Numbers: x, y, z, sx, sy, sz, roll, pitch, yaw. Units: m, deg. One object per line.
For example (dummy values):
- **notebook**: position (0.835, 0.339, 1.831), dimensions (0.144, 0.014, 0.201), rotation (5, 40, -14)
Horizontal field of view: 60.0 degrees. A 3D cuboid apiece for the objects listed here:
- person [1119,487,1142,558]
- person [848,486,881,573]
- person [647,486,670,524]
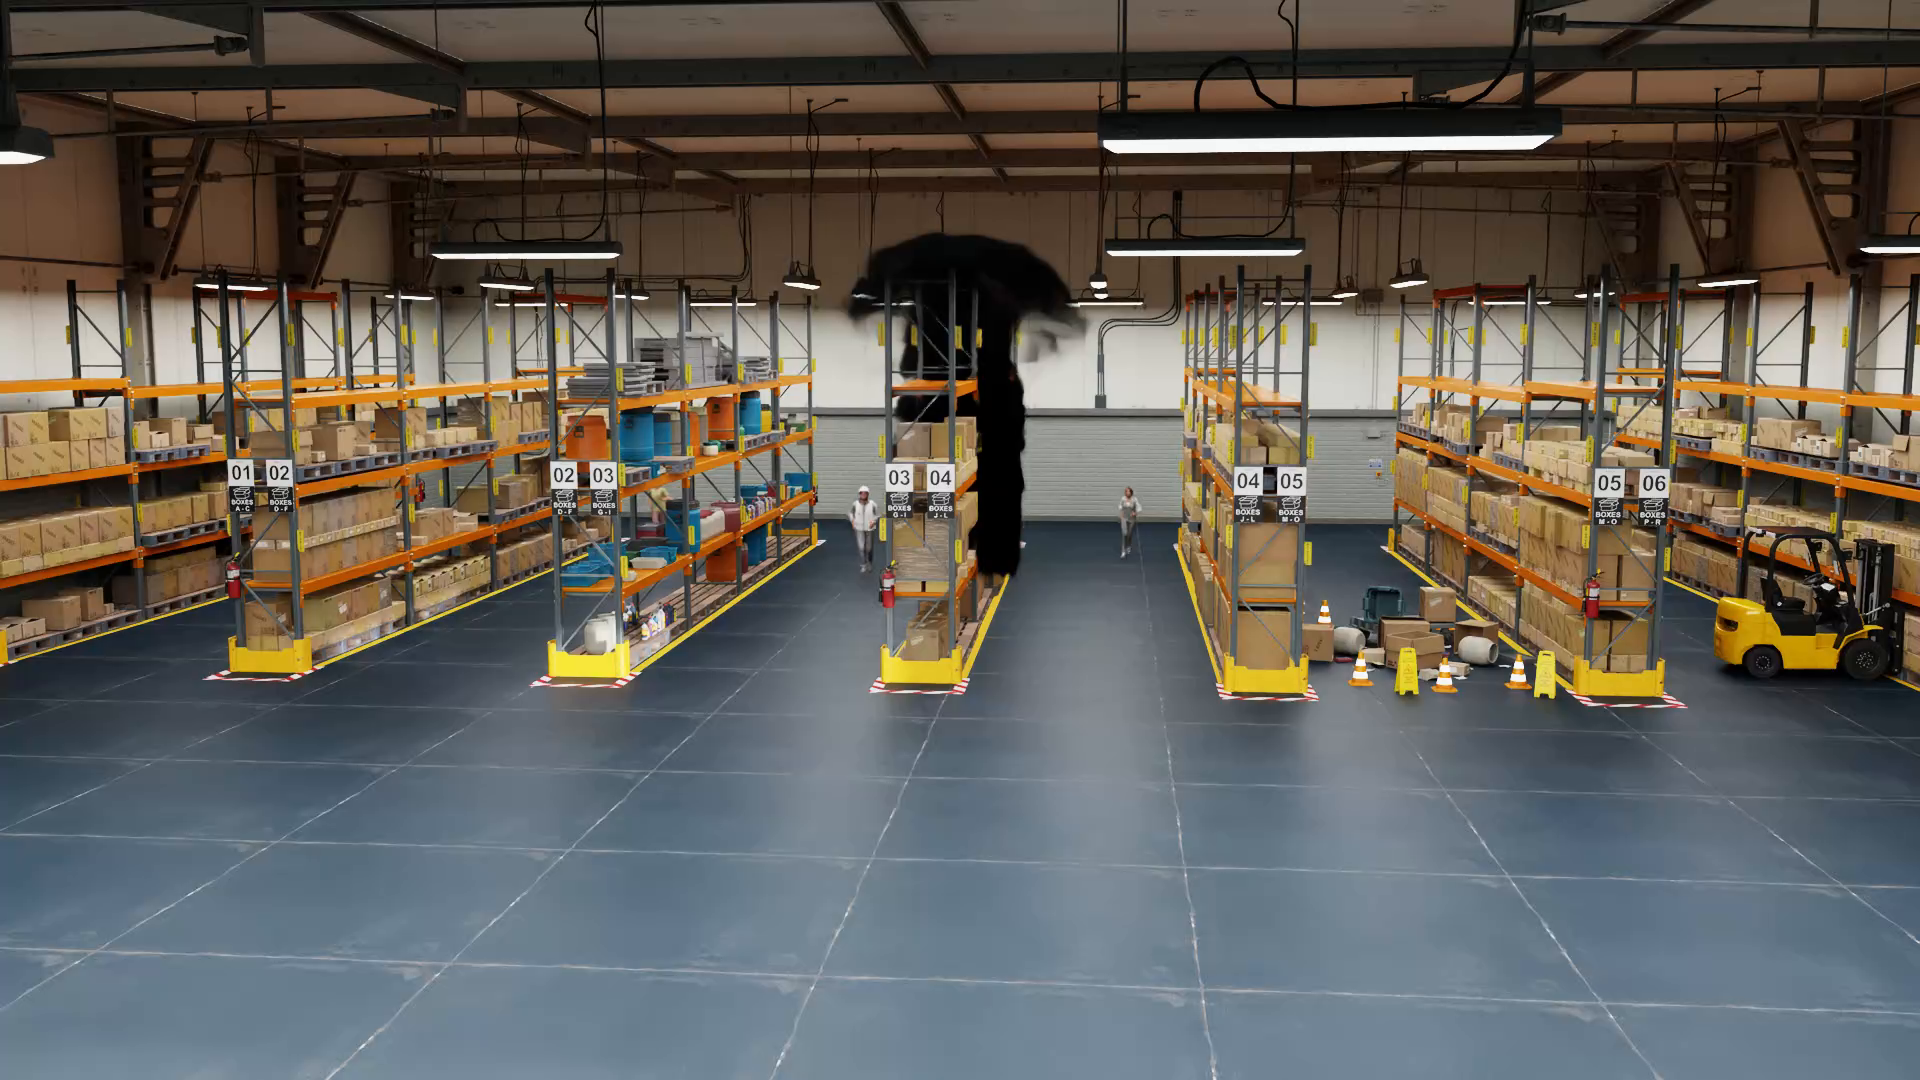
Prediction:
- **person**: position (3.907, -0.412, 38.189), dimensions (0.535, 1.632, 0.727), rotation (1, 7, 11)
- **person**: position (-1.946, -0.210, 33.708), dimensions (0.670, 1.769, 0.646), rotation (0, 7, 0)
- **person**: position (-7.243, -0.664, 39.927), dimensions (0.578, 1.721, 0.716), rotation (0, 7, -1)
